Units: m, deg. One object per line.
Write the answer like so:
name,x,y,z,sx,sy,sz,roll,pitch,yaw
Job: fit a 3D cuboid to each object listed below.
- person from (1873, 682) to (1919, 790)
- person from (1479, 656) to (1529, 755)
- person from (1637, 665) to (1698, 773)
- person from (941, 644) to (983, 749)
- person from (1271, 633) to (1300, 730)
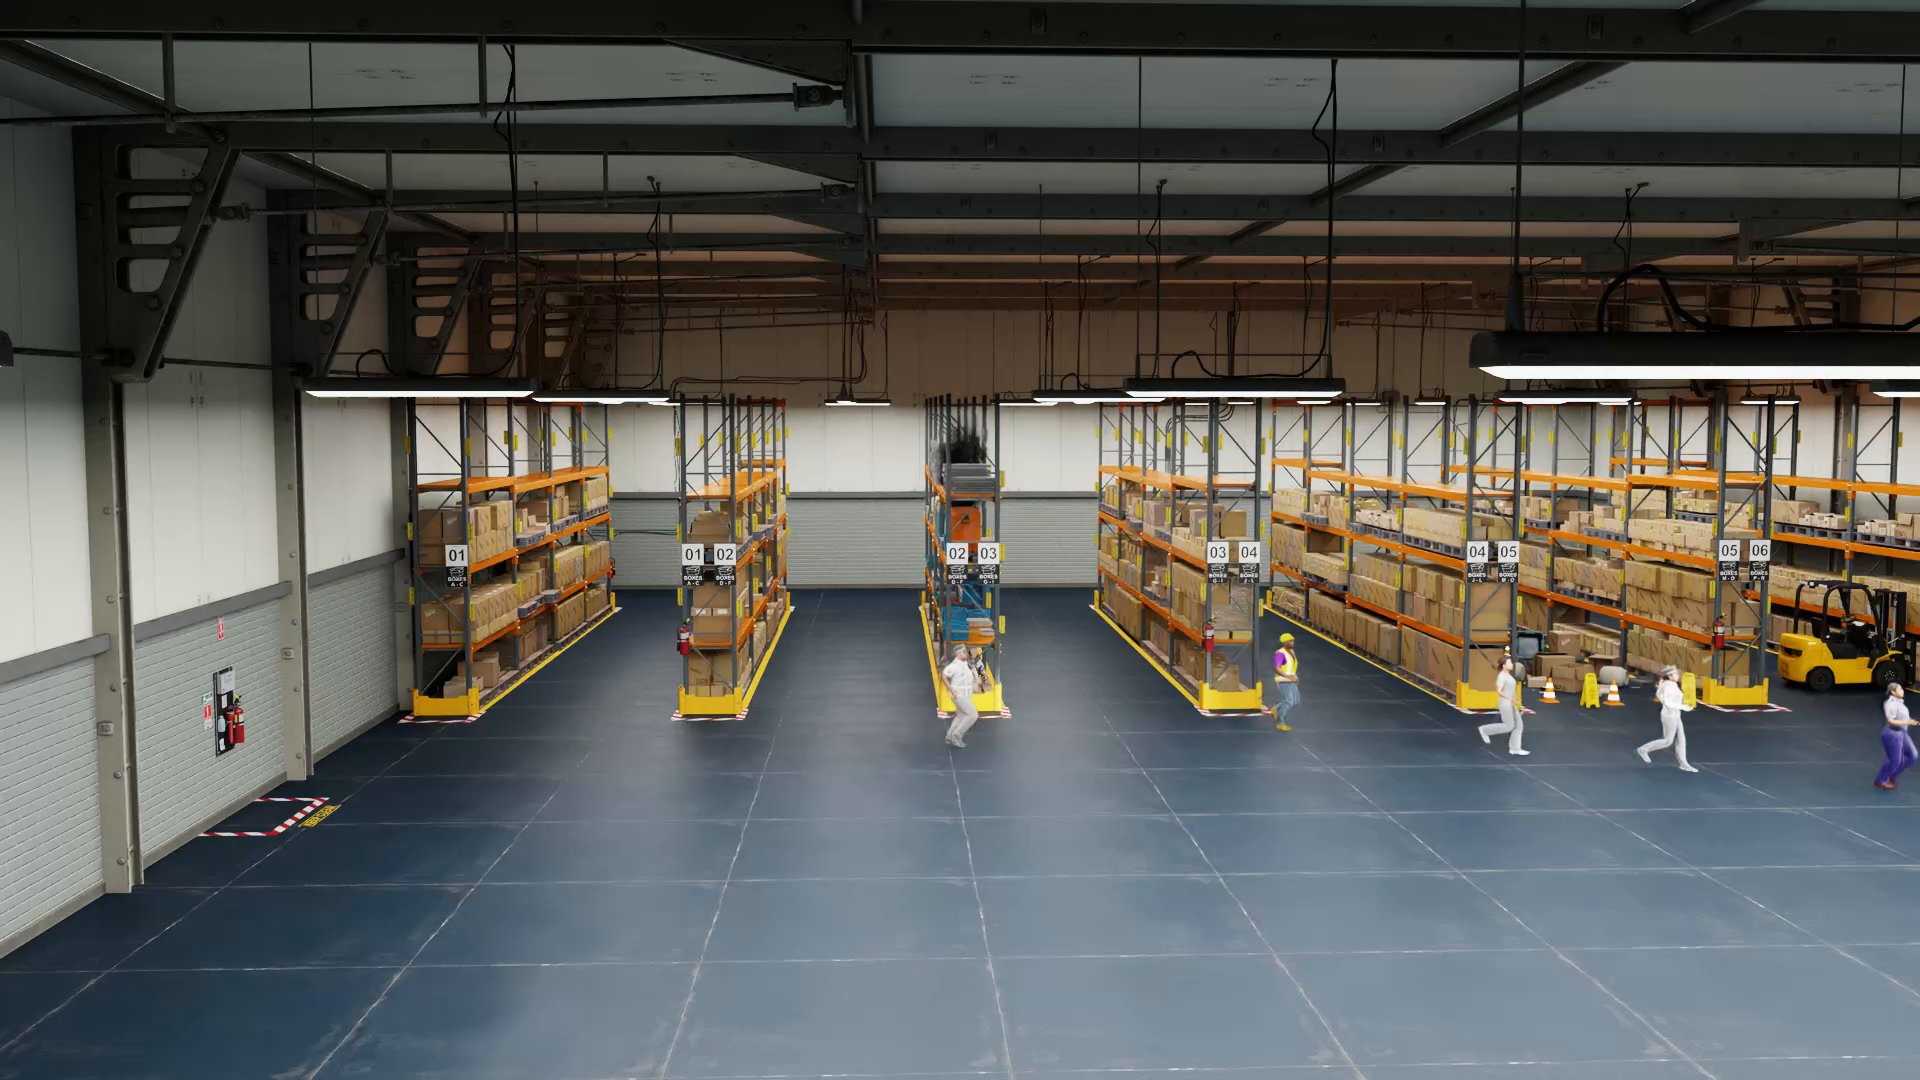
person,14.054,2.948,24.892,0.603,1.636,0.588,4,6,42
person,9.056,2.739,27.613,0.806,1.623,0.581,3,5,32
person,11.182,2.803,26.229,0.901,1.692,0.616,2,5,28
person,0.060,2.628,28.033,0.685,1.775,0.637,1,5,14
person,5.823,2.522,29.694,0.606,1.722,0.742,3,5,34
